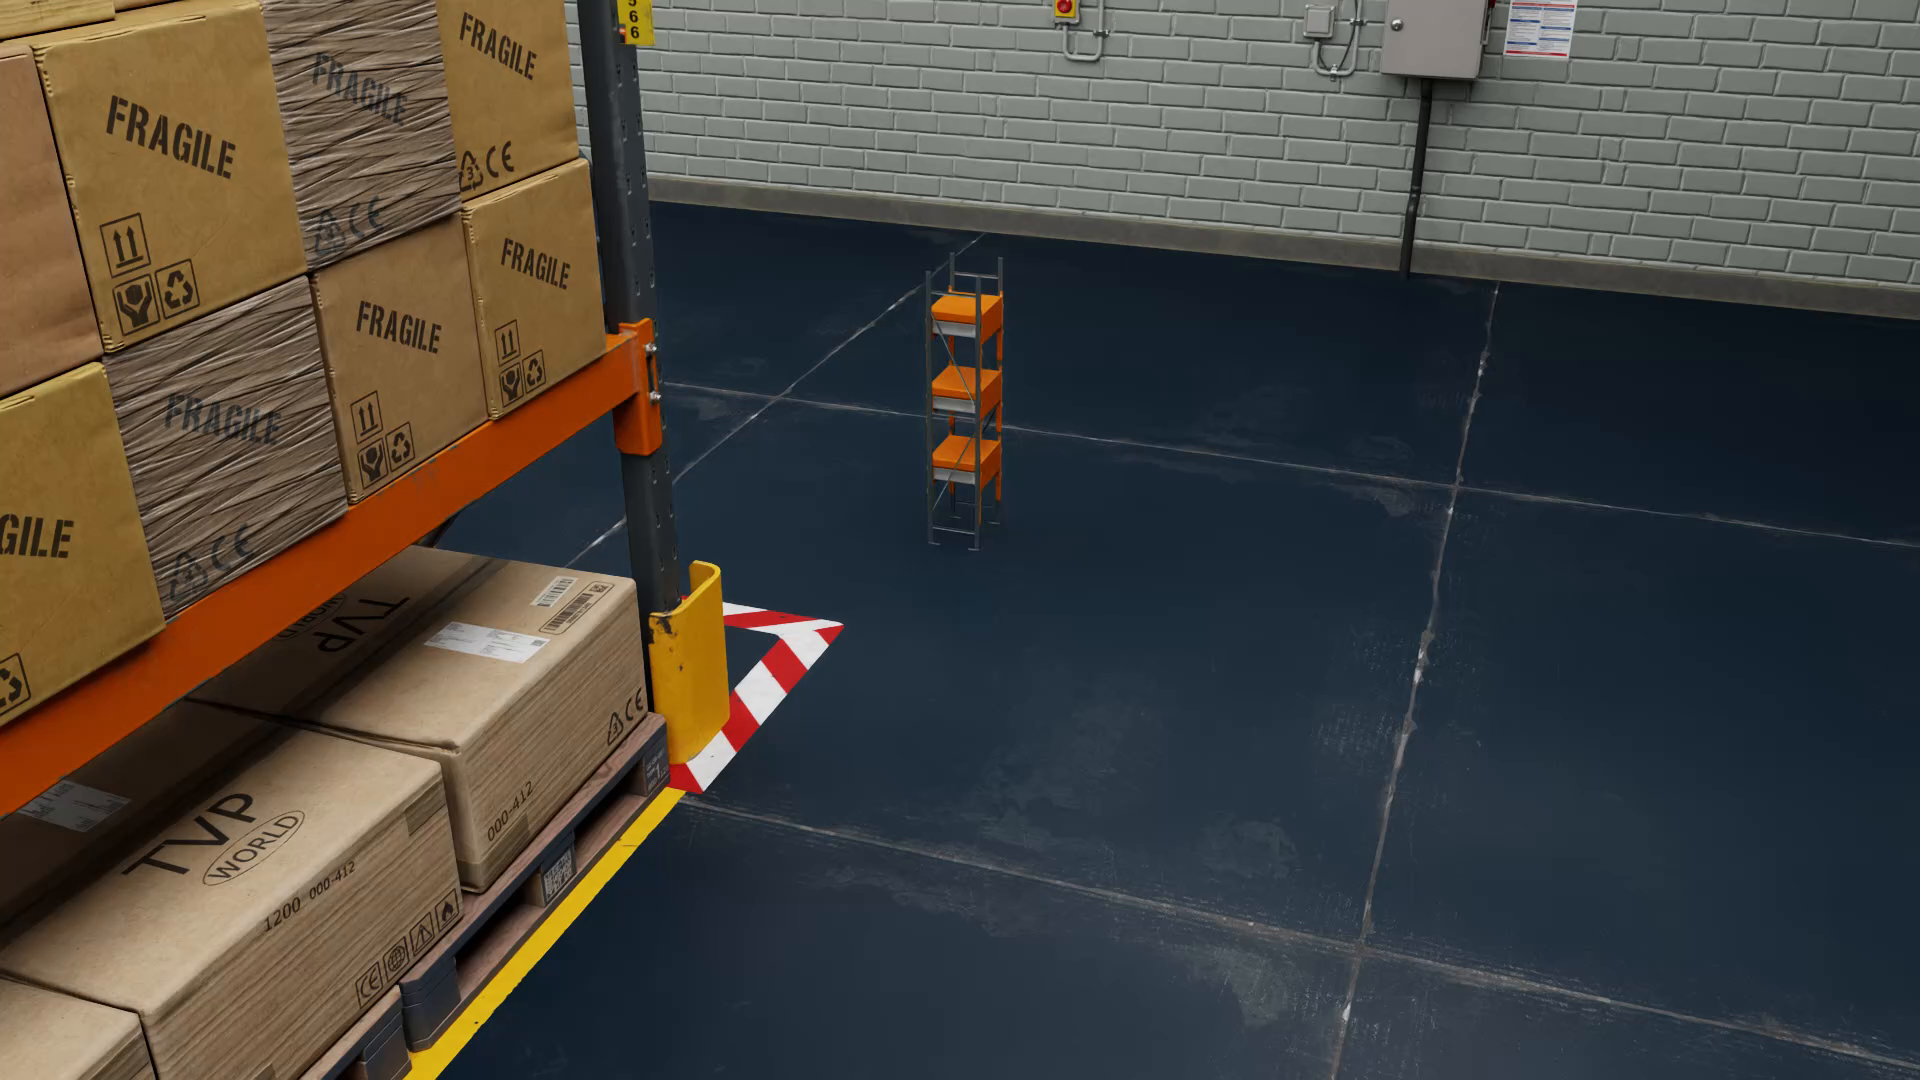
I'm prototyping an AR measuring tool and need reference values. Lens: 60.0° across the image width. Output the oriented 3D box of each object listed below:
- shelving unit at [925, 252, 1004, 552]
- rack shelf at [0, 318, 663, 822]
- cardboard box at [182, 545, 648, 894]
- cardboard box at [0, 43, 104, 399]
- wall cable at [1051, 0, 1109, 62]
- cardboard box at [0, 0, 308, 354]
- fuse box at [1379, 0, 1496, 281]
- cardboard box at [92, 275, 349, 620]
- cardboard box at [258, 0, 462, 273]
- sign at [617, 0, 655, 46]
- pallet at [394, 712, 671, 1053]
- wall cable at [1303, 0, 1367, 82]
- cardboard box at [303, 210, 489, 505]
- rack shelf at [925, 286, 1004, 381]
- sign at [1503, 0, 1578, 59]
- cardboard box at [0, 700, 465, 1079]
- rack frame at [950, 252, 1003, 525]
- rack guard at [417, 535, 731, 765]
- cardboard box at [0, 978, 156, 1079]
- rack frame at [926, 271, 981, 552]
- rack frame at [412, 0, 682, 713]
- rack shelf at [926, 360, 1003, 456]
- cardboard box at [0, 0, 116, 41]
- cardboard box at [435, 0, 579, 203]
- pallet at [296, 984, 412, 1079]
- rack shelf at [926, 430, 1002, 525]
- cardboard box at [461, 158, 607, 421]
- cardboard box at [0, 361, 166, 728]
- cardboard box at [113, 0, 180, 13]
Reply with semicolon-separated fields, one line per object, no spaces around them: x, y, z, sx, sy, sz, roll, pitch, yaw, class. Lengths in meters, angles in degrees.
0.018;-0.495;6.067;0.215;1.050;0.252;9;27;17;shelving unit
-1.972;0.319;2.975;1.077;0.370;4.000;9;27;17;rack shelf
-1.431;0.423;4.392;0.875;0.438;0.875;8;27;16;cardboard box
-1.725;-0.461;2.498;0.500;0.500;0.500;9;27;17;cardboard box
0.548;-3.619;9.080;0.585;1.953;0.123;9;27;17;wall cable
-1.556;-0.667;2.924;0.500;0.500;0.500;9;27;17;cardboard box
2.481;-2.203;8.836;0.539;1.711;0.414;9;27;17;fuse box
-1.560;-0.218;3.144;0.500;0.500;0.500;10;27;19;cardboard box
-1.388;-0.870;3.343;0.500;0.500;0.500;9;27;18;cardboard box
-0.799;-1.370;4.037;0.100;0.325;0.005;9;27;17;sign
-1.498;0.768;4.421;1.003;0.211;1.213;9;27;17;pallet
1.890;-3.404;8.672;0.588;1.984;0.122;9;27;17;wall cable
-1.398;-0.431;3.583;0.500;0.500;0.500;8;27;16;cardboard box
0.018;-0.740;5.948;0.215;0.259;0.240;9;27;17;rack shelf
3.015;-2.753;8.604;0.329;0.494;0.001;9;27;17;sign
-1.728;0.800;3.613;0.875;0.438;0.875;9;27;19;cardboard box
0.058;-0.545;6.170;0.200;1.050;0.008;9;27;17;rack frame
-1.298;0.288;5.081;1.175;0.500;0.348;9;27;17;rack guard
-2.030;1.171;2.848;0.875;0.438;0.875;8;27;16;cardboard box
-0.023;-0.444;5.963;0.200;1.050;0.008;9;27;17;rack frame
-1.306;-0.827;4.515;1.000;3.000;0.127;9;27;17;rack frame
0.018;-0.485;6.071;0.215;0.259;0.240;9;27;17;rack shelf
-1.610;-0.905;2.670;0.380;0.149;0.250;9;27;19;cardboard box
-1.242;-1.089;3.795;0.500;0.500;0.500;10;27;19;cardboard box
-1.906;1.268;3.389;1.003;0.211;1.213;9;27;17;pallet
0.018;-0.235;6.192;0.215;0.259;0.240;9;27;17;rack shelf
-1.217;-0.635;4.005;0.500;0.500;0.500;9;27;18;cardboard box
-1.720;-0.004;2.702;0.500;0.500;0.500;10;27;19;cardboard box
-1.581;-1.016;2.901;0.380;0.149;0.250;8;27;17;cardboard box
